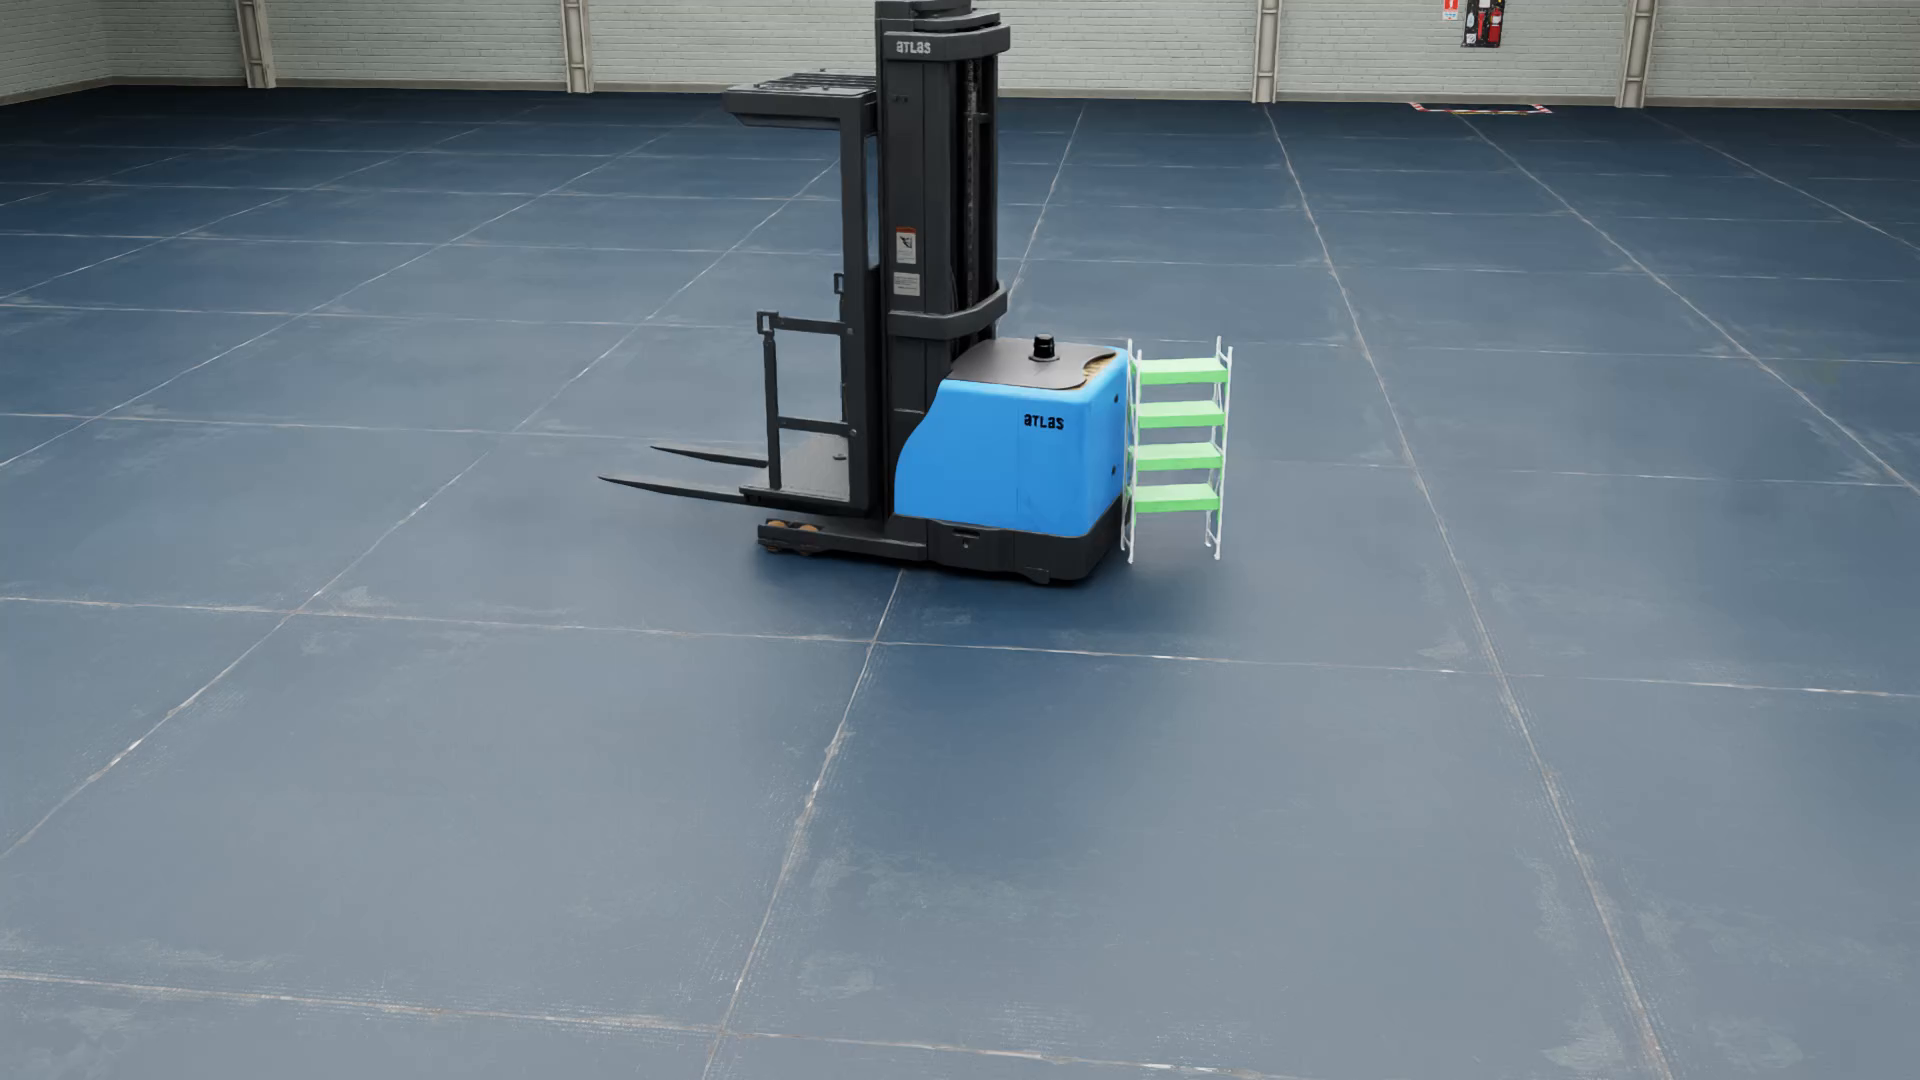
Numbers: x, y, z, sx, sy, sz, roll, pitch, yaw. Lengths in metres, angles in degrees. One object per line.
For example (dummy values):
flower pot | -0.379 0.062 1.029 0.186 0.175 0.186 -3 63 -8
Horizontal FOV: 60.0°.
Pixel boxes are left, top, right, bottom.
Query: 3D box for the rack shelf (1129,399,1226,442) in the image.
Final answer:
rack shelf | 1.165 -0.647 8.965 0.480 0.148 0.258 -3 22 -7

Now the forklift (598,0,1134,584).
forklift | -0.598 -1.449 9.120 3.031 2.935 1.130 8 23 19

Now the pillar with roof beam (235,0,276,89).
pillar with roof beam | -13.215 -10.860 24.670 0.400 9.000 9.100 2 22 6

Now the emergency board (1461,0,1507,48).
emergency board | 8.675 -8.724 27.428 0.643 1.169 0.194 2 22 6

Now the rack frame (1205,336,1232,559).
rack frame | 1.407 -0.495 9.059 0.015 1.200 0.240 -3 22 -7

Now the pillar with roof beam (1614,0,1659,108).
pillar with roof beam | 10.618 -9.822 22.044 0.400 9.000 9.100 2 22 6

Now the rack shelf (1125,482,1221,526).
rack shelf | 1.165 -0.200 9.141 0.480 0.148 0.258 -3 22 -7

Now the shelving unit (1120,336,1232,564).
shelving unit | 1.165 -0.483 9.030 0.503 1.200 0.258 -3 22 -7

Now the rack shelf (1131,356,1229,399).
rack shelf | 1.165 -0.870 8.877 0.480 0.148 0.258 -3 22 -7

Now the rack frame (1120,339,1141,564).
rack frame | 0.923 -0.471 9.000 0.015 1.200 0.240 -3 22 -7

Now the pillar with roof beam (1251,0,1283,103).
pillar with roof beam | 4.660 -10.081 22.700 0.400 9.000 9.100 2 22 6

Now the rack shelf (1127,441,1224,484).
rack shelf | 1.165 -0.424 9.053 0.480 0.148 0.258 -3 22 -7

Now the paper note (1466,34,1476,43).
paper note | 8.508 -8.348 27.673 0.142 0.148 0.016 2 22 6

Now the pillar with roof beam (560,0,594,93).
pillar with roof beam | -7.257 -10.601 24.013 0.400 9.000 9.100 2 22 6

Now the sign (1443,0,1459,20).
sign | 8.138 -8.803 27.577 0.234 0.329 0.001 2 22 6
